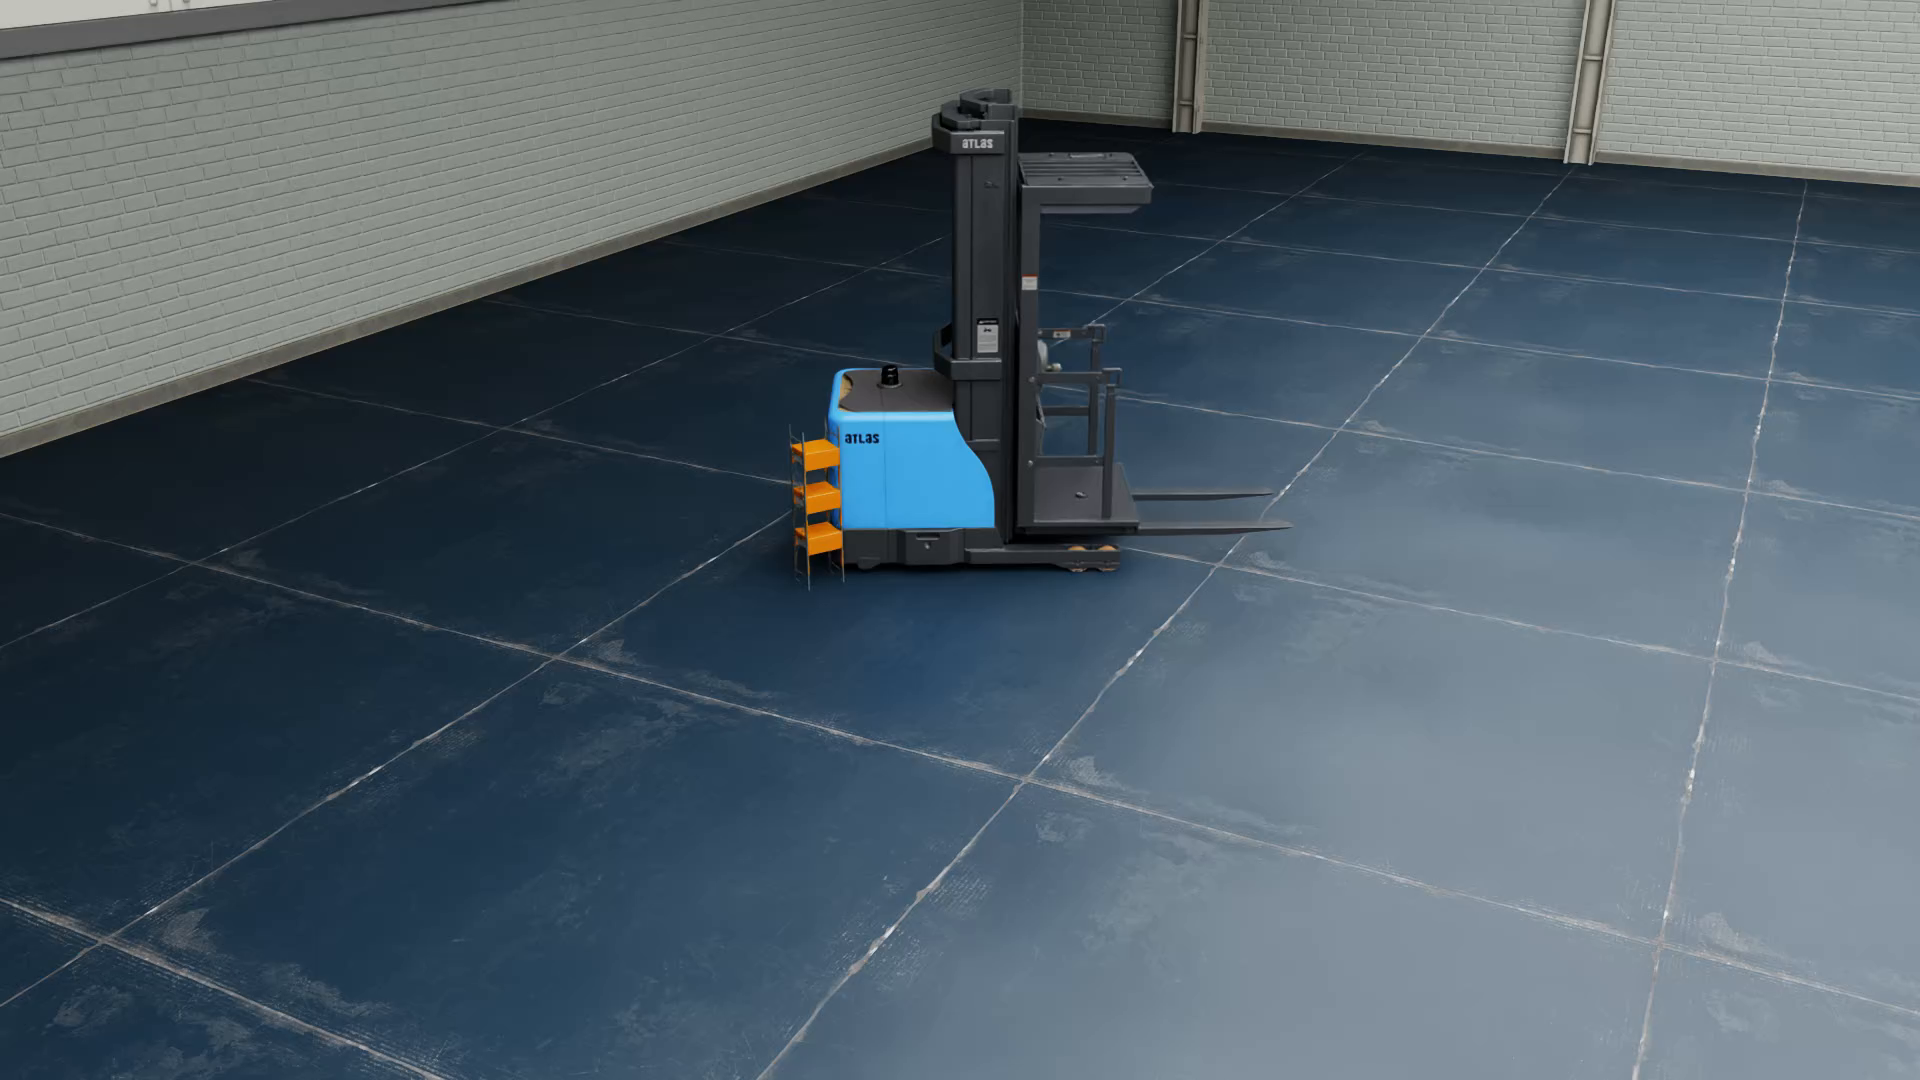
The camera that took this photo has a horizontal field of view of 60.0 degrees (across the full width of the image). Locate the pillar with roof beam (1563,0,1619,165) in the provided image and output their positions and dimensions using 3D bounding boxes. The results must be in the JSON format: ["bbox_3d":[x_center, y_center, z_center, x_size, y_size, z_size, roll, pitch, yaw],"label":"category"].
[{"bbox_3d":[7.046,-8.124,18.853,0.400,9.000,9.100,11,25,25],"label":"pillar with roof beam"}]

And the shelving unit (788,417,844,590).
[{"bbox_3d":[-0.899,-0.224,10.436,0.252,1.050,0.215,-13,26,-28],"label":"shelving unit"}]

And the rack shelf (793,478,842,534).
[{"bbox_3d":[-0.899,-0.214,10.440,0.240,0.259,0.215,-13,26,-28],"label":"rack shelf"}]

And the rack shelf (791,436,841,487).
[{"bbox_3d":[-0.899,-0.476,10.329,0.240,0.259,0.215,-13,26,-28],"label":"rack shelf"}]

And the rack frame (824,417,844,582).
[{"bbox_3d":[-0.794,-0.249,10.493,0.008,1.050,0.200,-13,26,-28],"label":"rack frame"}]

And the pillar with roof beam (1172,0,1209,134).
[{"bbox_3d":[1.691,-9.183,21.345,0.400,9.000,9.100,11,25,25],"label":"pillar with roof beam"}]

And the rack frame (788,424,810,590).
[{"bbox_3d":[-1.004,-0.200,10.378,0.008,1.050,0.200,-13,26,-28],"label":"rack frame"}]

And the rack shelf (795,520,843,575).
[{"bbox_3d":[-0.899,0.041,10.549,0.240,0.259,0.215,-13,26,-28],"label":"rack shelf"}]

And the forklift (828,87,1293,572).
[{"bbox_3d":[0.663,-1.348,10.674,3.031,2.935,1.130,0,23,-1],"label":"forklift"}]
